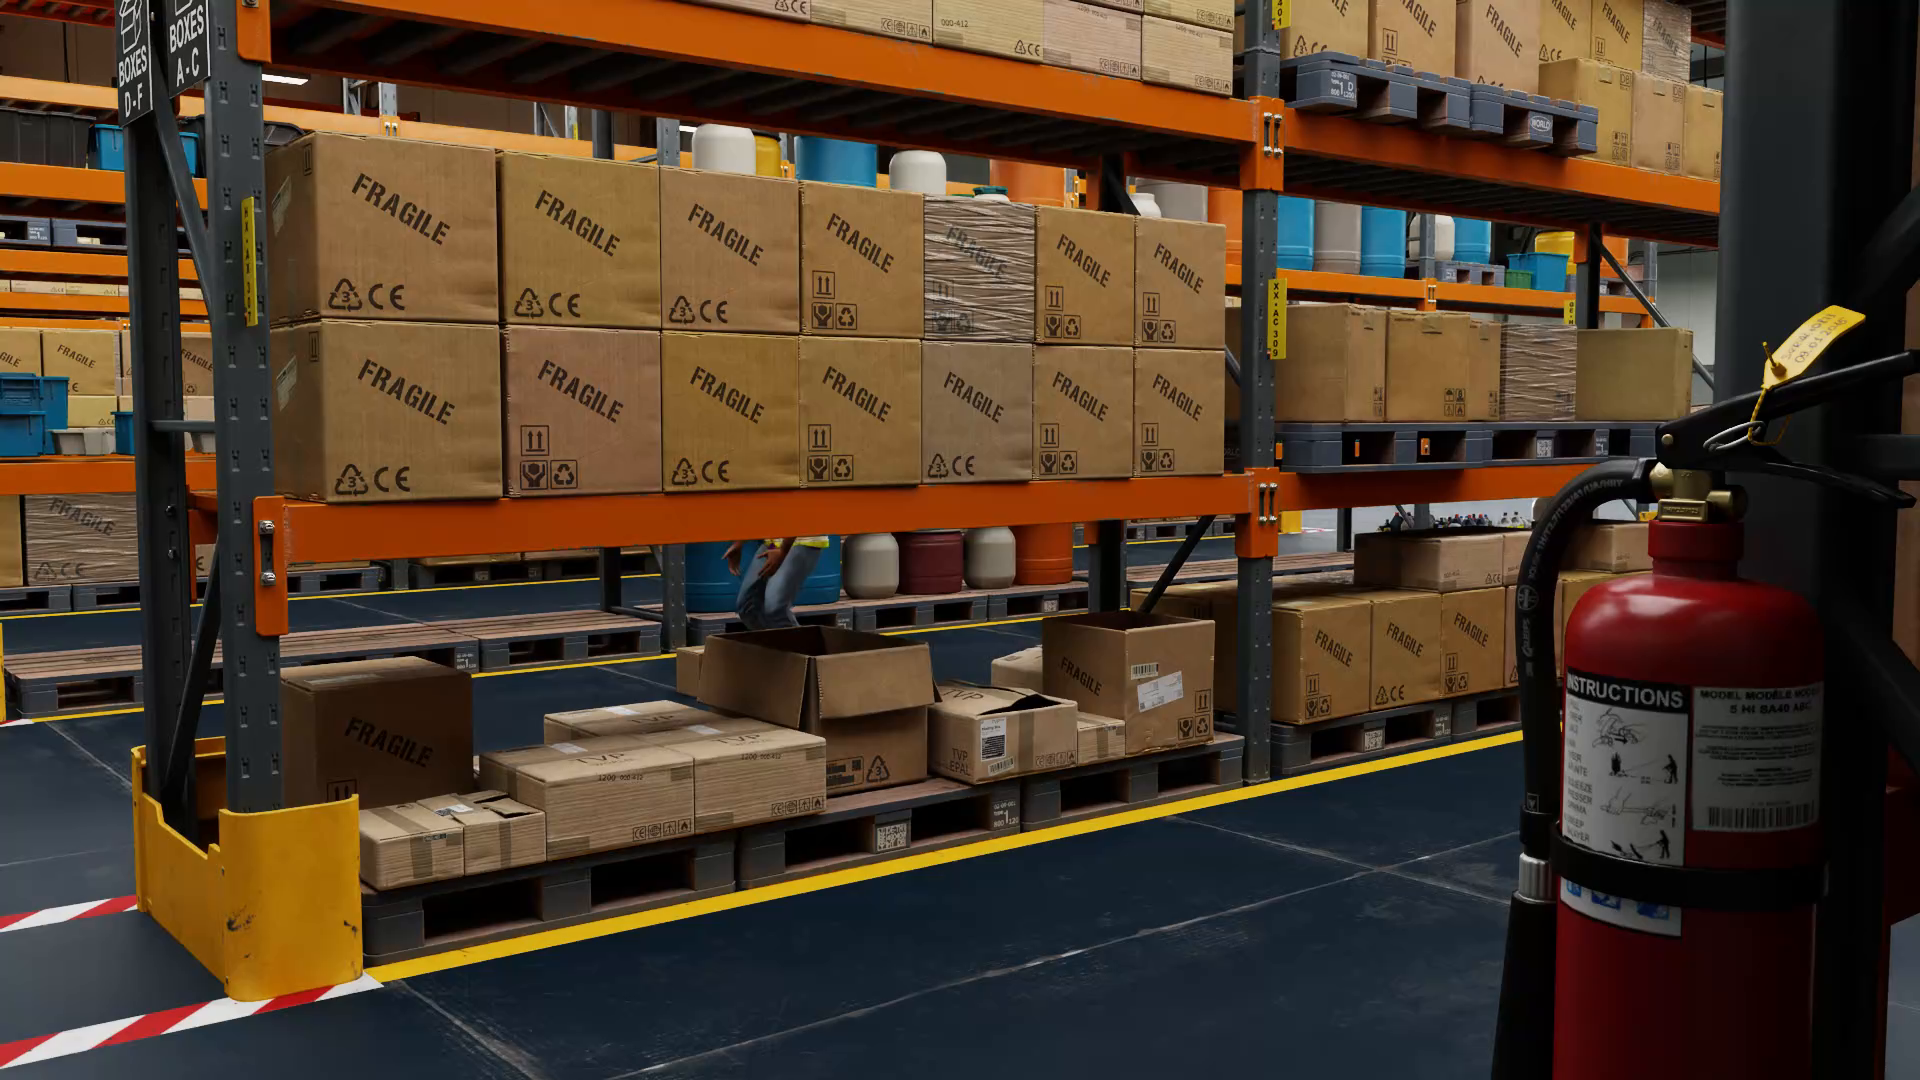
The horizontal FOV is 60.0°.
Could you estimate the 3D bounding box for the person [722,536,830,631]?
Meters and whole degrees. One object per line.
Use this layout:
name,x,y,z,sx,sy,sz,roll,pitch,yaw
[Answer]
person,-10.623,-4.162,16.020,7.215,9.003,23.245,-3,5,-38
